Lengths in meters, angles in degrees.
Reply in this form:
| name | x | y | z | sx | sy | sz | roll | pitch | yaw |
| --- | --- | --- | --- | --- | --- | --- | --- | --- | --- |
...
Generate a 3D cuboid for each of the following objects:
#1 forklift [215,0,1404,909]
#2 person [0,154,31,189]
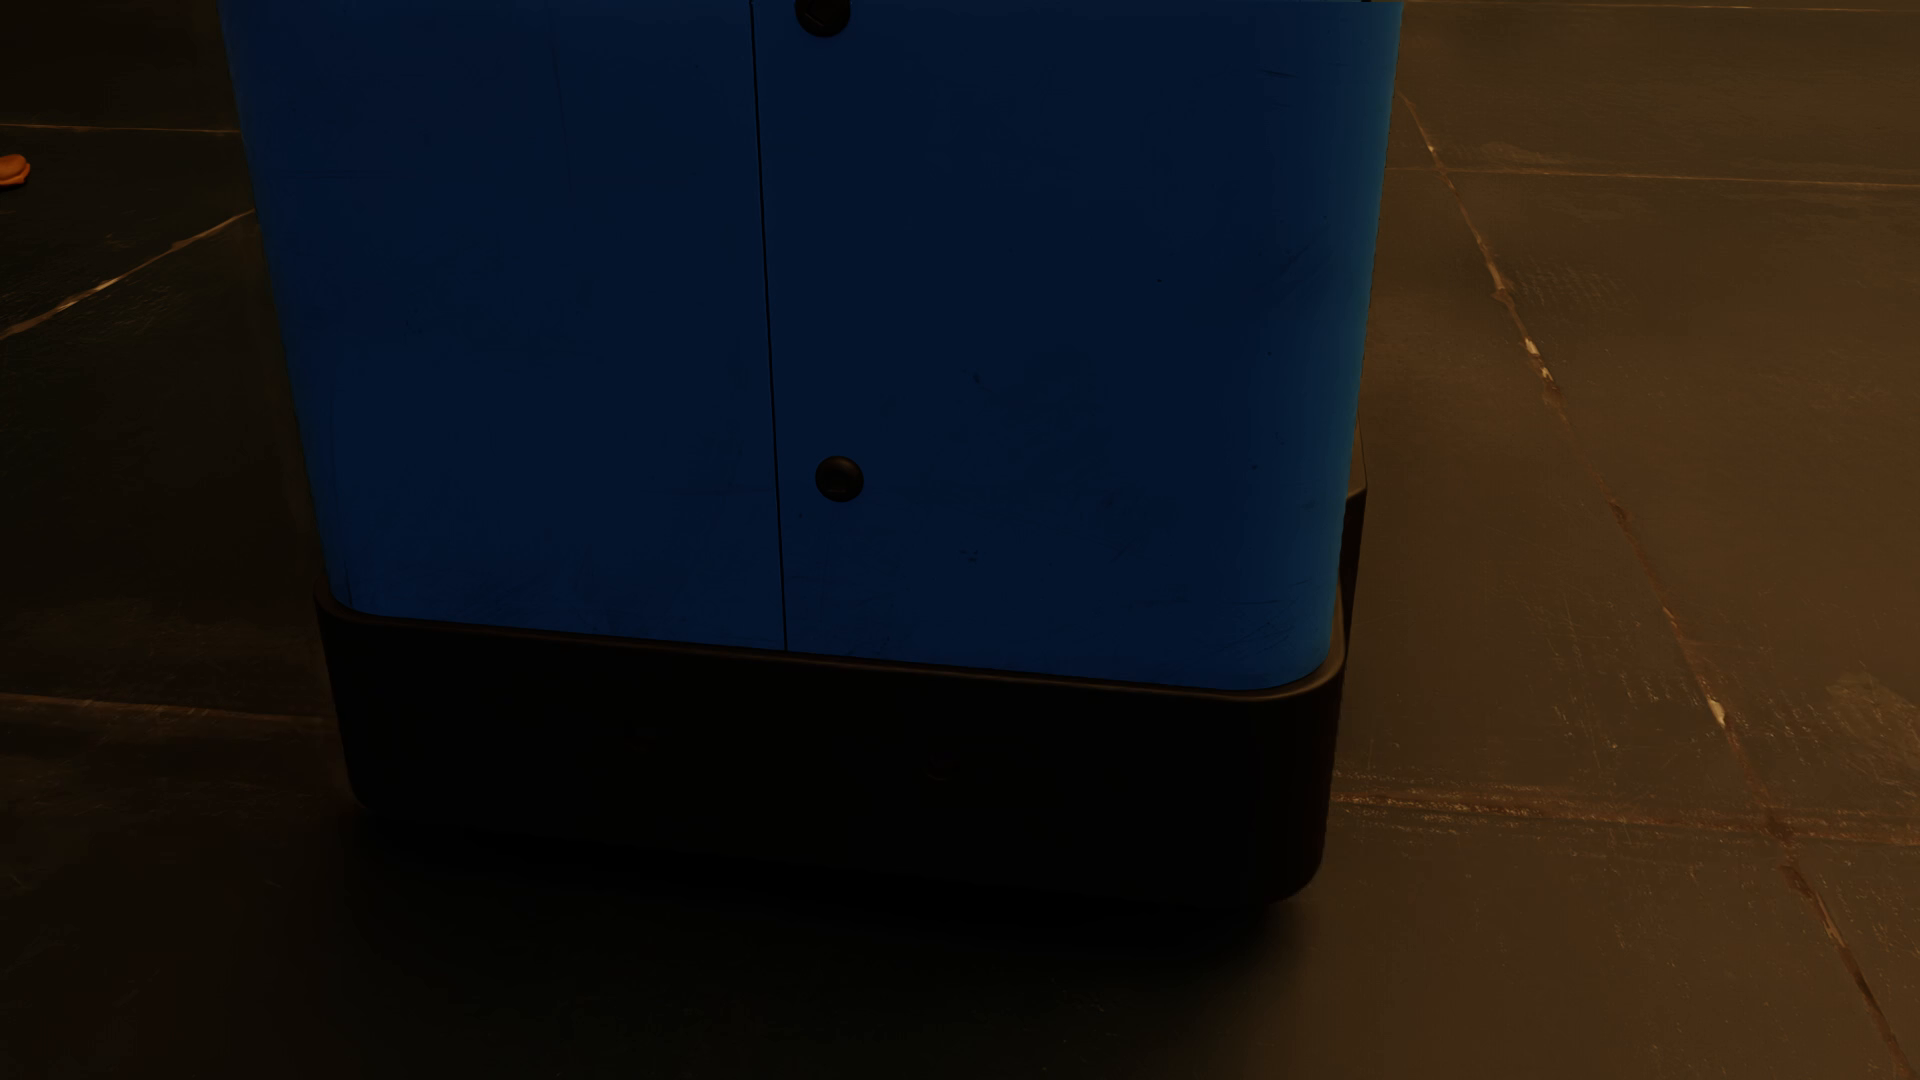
| name | x | y | z | sx | sy | sz | roll | pitch | yaw |
| --- | --- | --- | --- | --- | --- | --- | --- | --- | --- |
| forklift | 0.087 | -1.586 | 2.396 | 1.130 | 2.935 | 3.031 | 4 | 27 | 9 |
| person | -2.712 | -1.677 | 3.891 | 0.757 | 1.761 | 0.506 | 12 | 29 | 22 |
